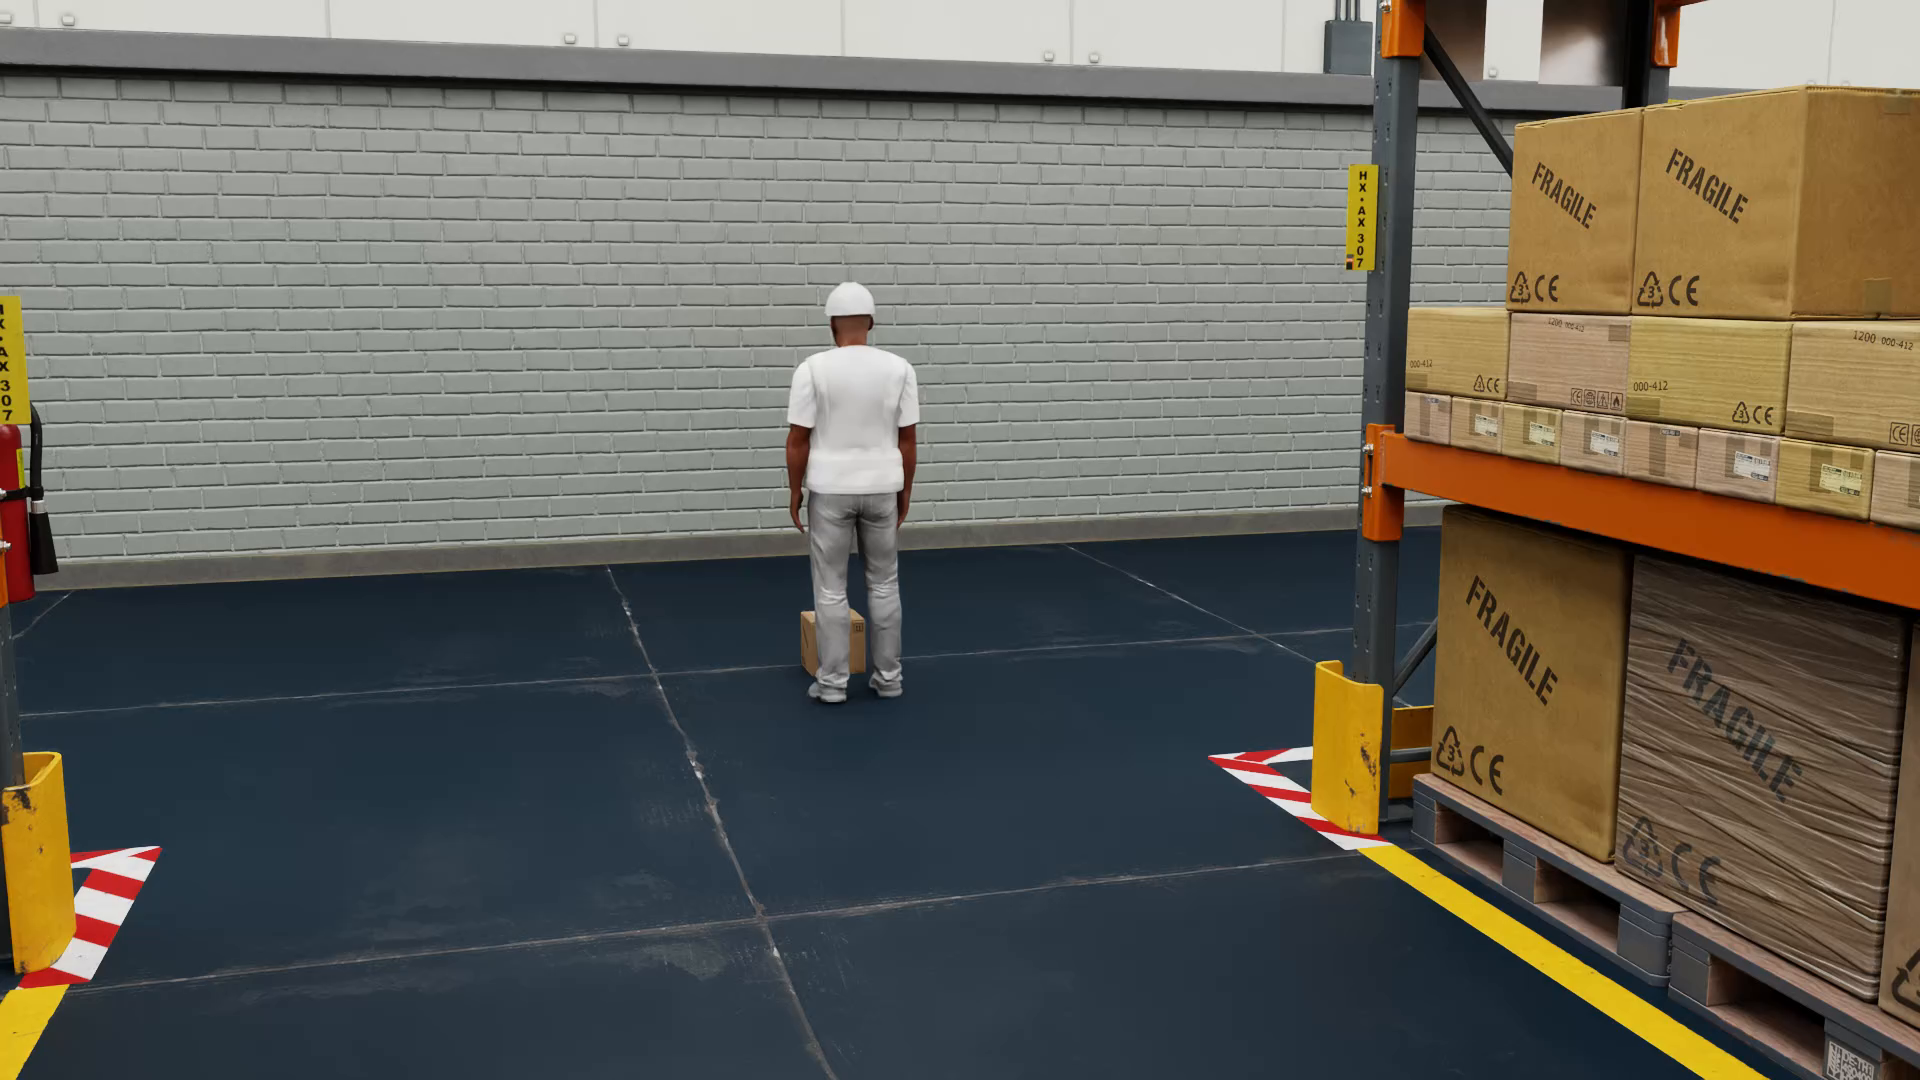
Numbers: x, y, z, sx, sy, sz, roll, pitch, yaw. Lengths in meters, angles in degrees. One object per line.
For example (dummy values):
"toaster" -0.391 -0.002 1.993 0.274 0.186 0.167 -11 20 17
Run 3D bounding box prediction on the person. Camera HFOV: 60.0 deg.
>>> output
"person" -0.459 -0.195 7.057 0.563 1.776 0.364 -2 9 -15
